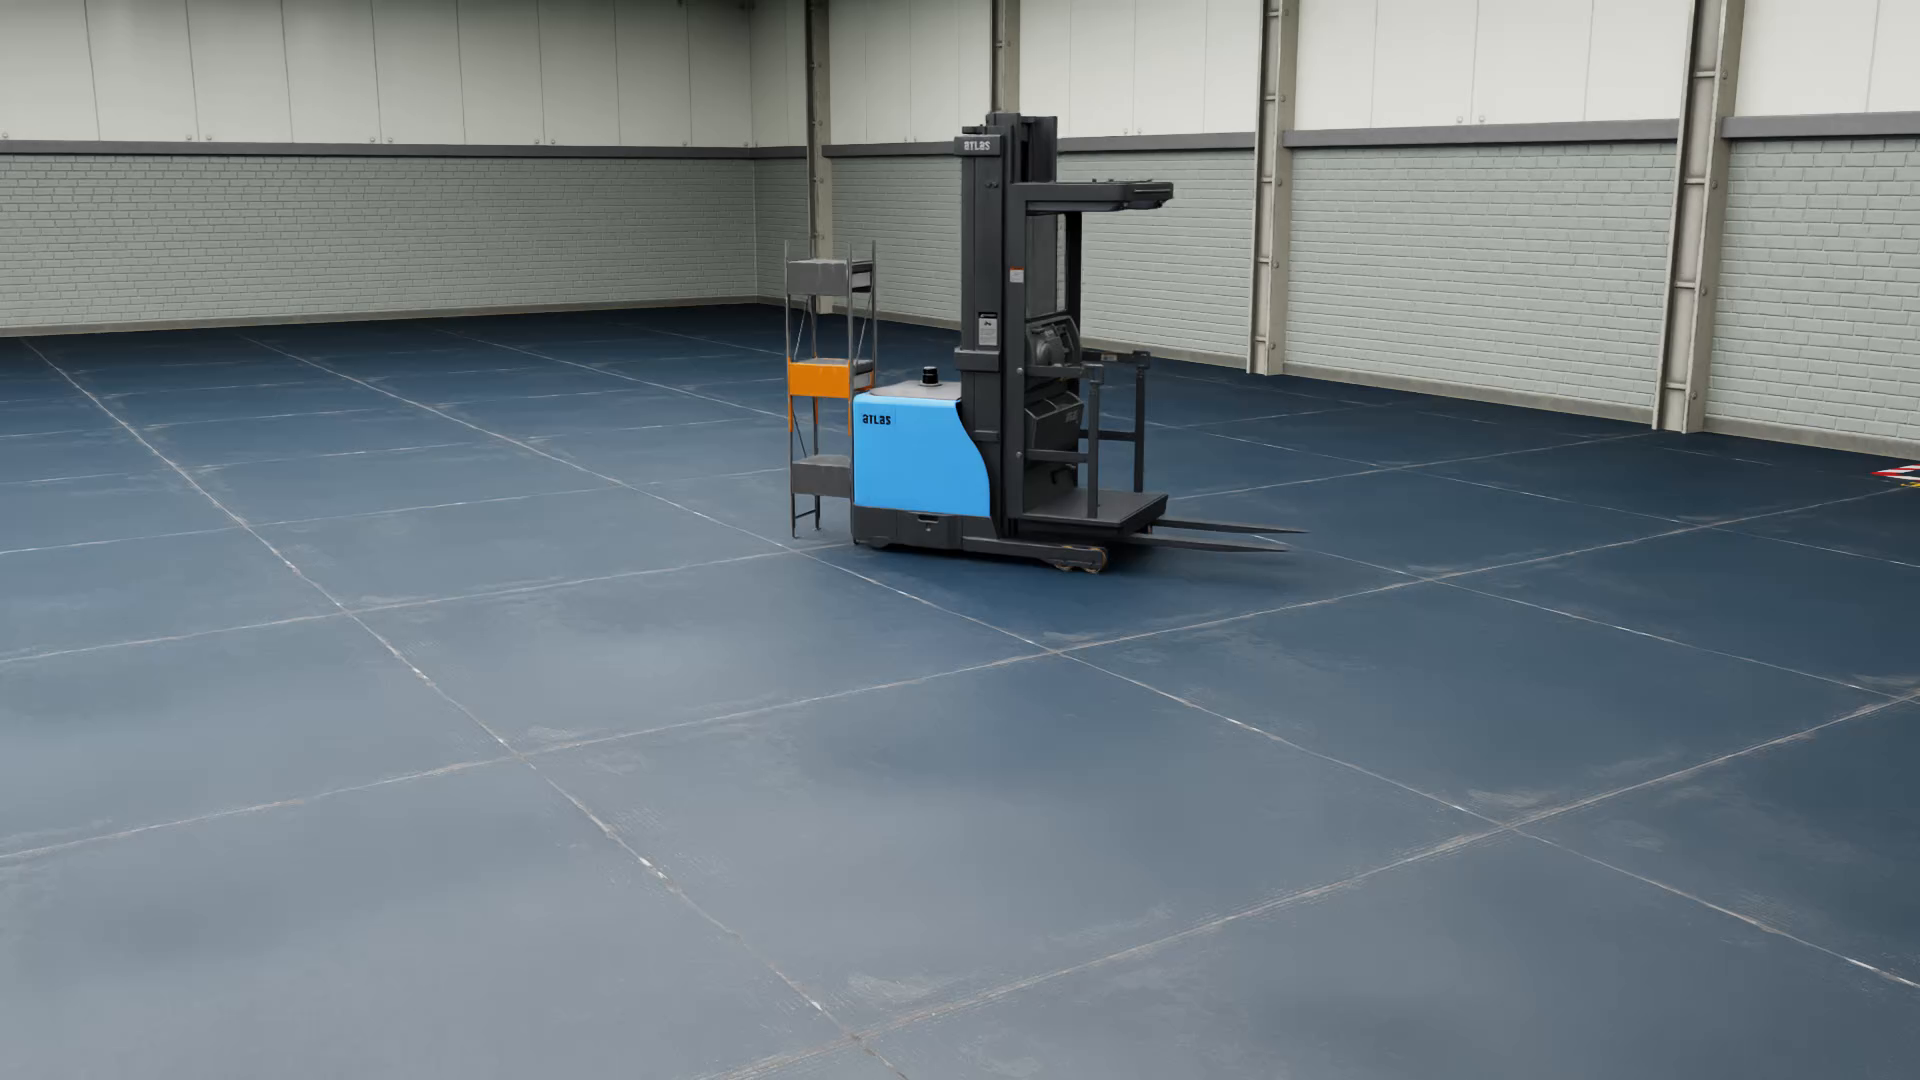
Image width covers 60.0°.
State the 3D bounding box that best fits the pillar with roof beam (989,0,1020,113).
[{"bbox_3d":[-2.889,-7.148,23.484,9.100,9.000,0.400,-8,15,-33],"label":"pillar with roof beam"}]

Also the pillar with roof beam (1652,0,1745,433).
[{"bbox_3d":[3.759,-5.014,13.724,9.100,9.000,0.400,-8,15,-33],"label":"pillar with roof beam"}]

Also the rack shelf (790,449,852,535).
[{"bbox_3d":[-0.899,-0.351,11.895,0.480,0.518,0.431,5,13,23],"label":"rack shelf"}]

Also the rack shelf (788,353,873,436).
[{"bbox_3d":[-0.899,-1.035,11.745,0.480,0.518,0.431,5,13,23],"label":"rack shelf"}]

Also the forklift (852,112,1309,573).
[{"bbox_3d":[0.815,-1.343,11.143,3.031,2.935,1.130,5,13,23],"label":"forklift"}]

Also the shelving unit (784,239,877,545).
[{"bbox_3d":[-0.899,-1.049,11.742,0.503,2.100,0.431,5,13,23],"label":"shelving unit"}]

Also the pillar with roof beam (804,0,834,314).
[{"bbox_3d":[-6.214,-8.215,28.363,9.100,9.000,0.400,-8,15,-33],"label":"pillar with roof beam"}]

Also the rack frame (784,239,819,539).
[{"bbox_3d":[-1.122,-1.070,11.837,0.015,2.100,0.400,5,13,23],"label":"rack frame"}]

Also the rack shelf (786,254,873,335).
[{"bbox_3d":[-0.899,-1.719,11.596,0.480,0.518,0.431,5,13,23],"label":"rack shelf"}]

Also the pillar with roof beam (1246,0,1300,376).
[{"bbox_3d":[0.435,-6.081,18.604,9.100,9.000,0.400,-8,15,-33],"label":"pillar with roof beam"}]

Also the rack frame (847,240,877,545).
[{"bbox_3d":[-0.675,-1.028,11.647,0.015,2.100,0.400,5,13,23],"label":"rack frame"}]
